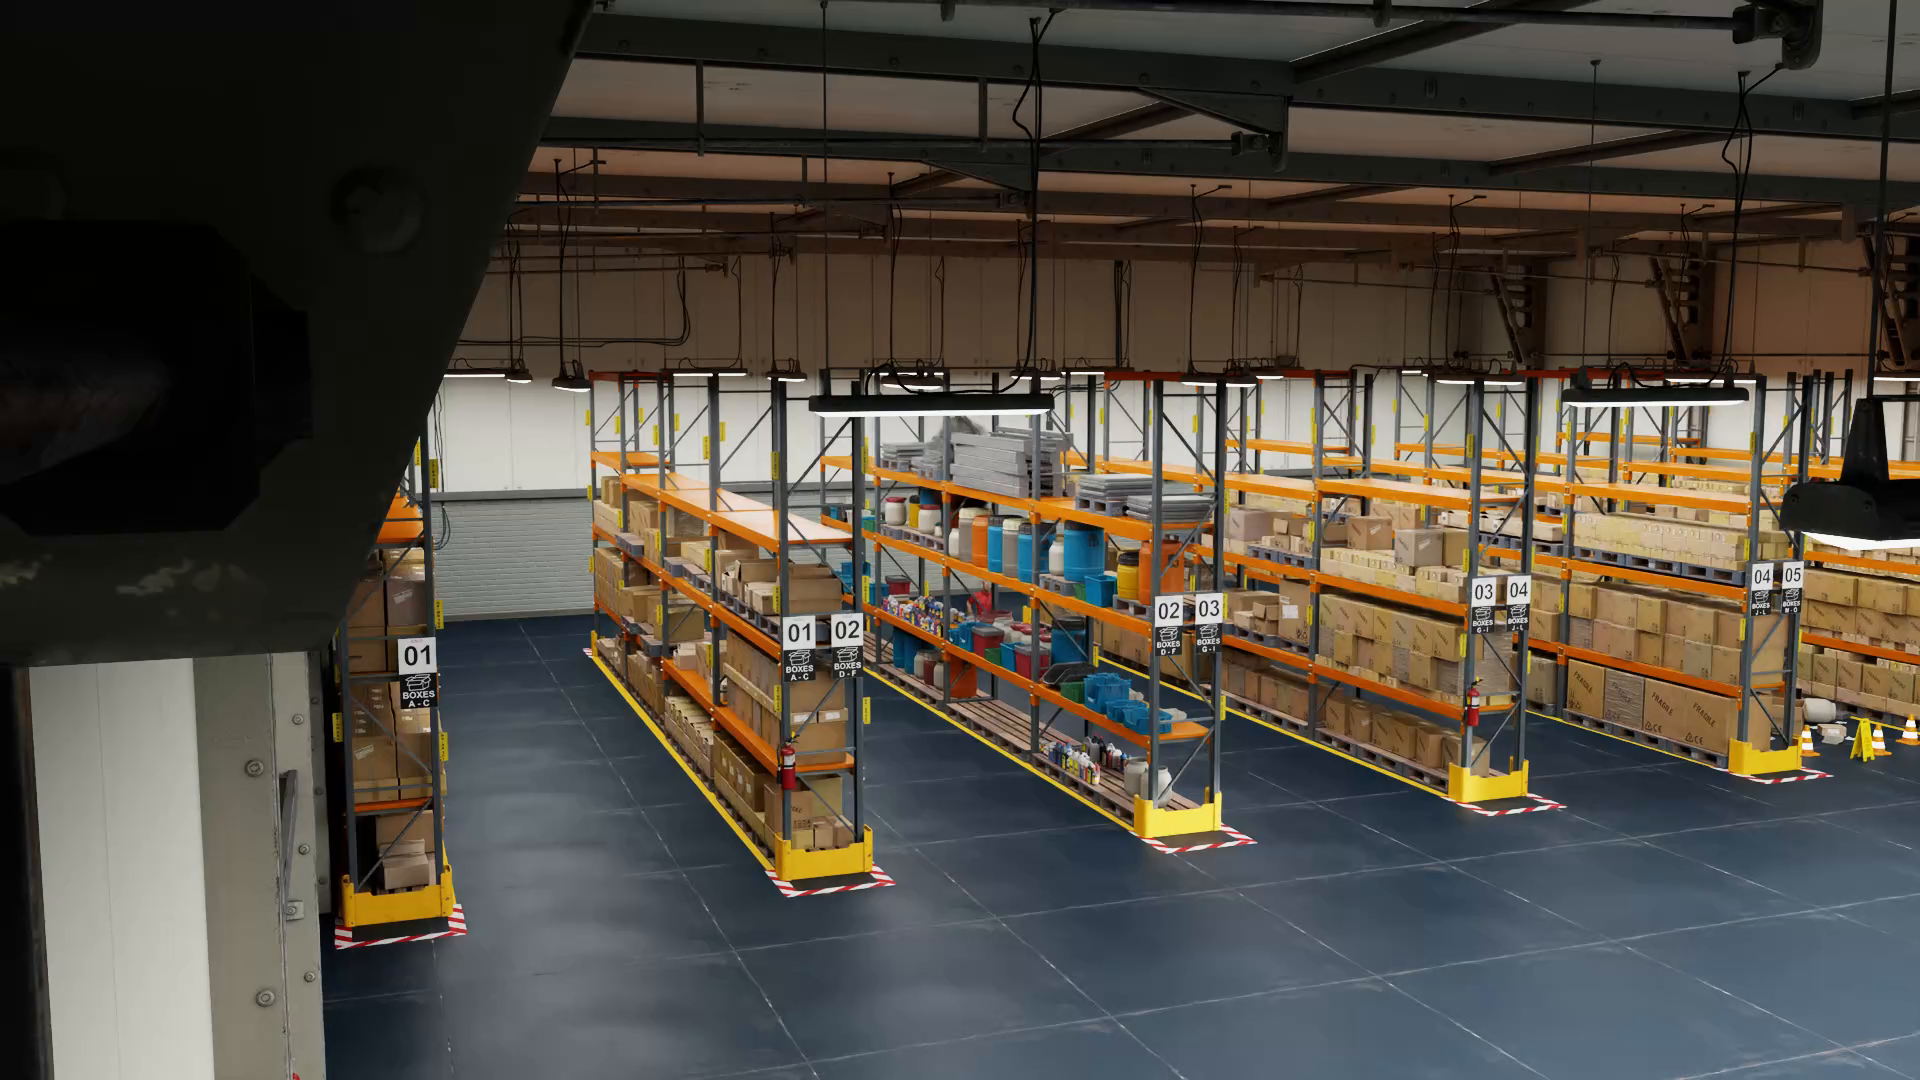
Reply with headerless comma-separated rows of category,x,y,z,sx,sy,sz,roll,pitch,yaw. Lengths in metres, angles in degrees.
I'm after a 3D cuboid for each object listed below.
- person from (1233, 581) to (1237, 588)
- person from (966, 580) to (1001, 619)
person,5.730,1.611,35.403,0.601,1.635,0.959,-4,7,-31
person,0.542,1.701,33.960,0.634,1.767,0.735,-4,7,-30
